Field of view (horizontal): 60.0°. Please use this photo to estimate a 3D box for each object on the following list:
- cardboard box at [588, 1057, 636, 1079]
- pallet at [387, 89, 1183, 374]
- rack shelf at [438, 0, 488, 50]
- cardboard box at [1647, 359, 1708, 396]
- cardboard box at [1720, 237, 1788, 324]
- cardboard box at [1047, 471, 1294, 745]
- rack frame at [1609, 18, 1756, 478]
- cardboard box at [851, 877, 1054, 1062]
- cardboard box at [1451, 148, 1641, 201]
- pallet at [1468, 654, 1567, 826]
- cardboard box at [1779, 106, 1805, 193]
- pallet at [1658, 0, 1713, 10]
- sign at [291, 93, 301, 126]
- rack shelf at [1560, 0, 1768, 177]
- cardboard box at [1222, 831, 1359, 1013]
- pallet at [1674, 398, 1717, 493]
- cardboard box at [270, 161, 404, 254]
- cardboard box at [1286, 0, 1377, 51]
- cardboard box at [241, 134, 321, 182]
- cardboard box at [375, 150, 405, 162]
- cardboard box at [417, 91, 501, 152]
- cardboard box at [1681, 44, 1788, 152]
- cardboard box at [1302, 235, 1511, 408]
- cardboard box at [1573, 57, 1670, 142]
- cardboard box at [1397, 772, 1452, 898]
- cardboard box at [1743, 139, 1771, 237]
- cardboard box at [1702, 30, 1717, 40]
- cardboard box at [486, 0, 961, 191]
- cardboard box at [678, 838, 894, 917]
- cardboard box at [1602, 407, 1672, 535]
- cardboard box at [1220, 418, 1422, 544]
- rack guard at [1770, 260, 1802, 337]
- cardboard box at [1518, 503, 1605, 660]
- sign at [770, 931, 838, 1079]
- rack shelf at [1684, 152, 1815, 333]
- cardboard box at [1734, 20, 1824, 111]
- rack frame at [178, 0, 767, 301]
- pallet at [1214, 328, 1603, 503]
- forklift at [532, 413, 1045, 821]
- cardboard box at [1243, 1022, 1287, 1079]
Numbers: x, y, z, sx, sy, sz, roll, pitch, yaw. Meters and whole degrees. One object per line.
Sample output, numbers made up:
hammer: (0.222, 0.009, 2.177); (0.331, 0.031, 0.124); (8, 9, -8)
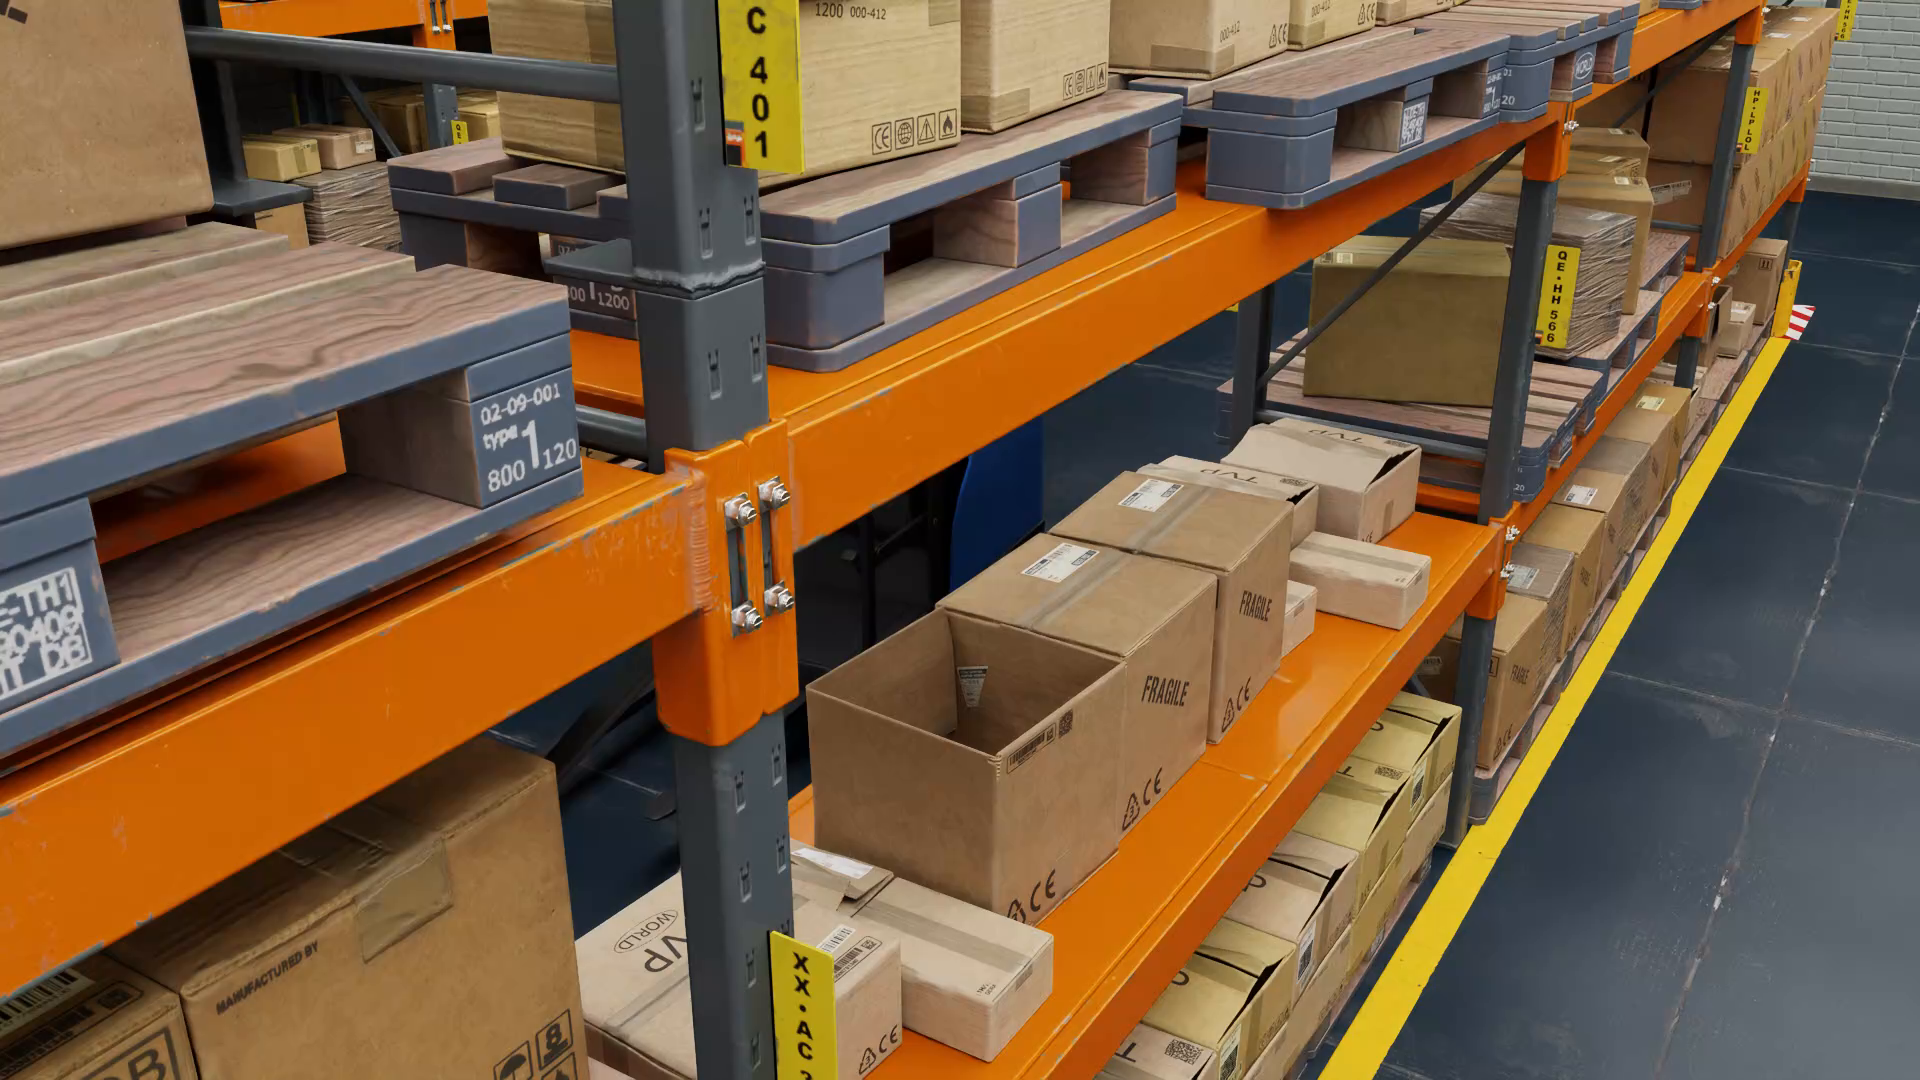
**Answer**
cardboard box: (-0.640, 0.785, 2.219); (0.380, 0.149, 0.250); (14, 27, 29)
pallet: (-0.225, -0.597, 2.819); (0.805, 0.209, 1.217); (13, 26, 27)
rack shelf: (-1.724, -3.117, 9.303); (1.077, 0.370, 4.000); (14, 27, 29)
cardboard box: (4.394, -1.000, 10.298); (0.380, 0.166, 0.250); (14, 27, 29)
cardboard box: (5.574, -1.878, 11.905); (0.500, 0.500, 0.500); (14, 27, 29)
cardboard box: (0.560, 0.166, 4.466); (0.500, 0.500, 0.500); (12, 26, 26)
rack frame: (3.541, -1.708, 8.921); (1.000, 3.000, 0.127); (14, 27, 29)
cardboard box: (-0.038, 0.851, 3.325); (0.380, 0.149, 0.250); (14, 27, 29)
cardboard box: (2.792, -1.589, 7.989); (0.700, 0.500, 0.500); (19, 30, 37)
pallet: (1.857, 0.677, 6.920); (1.003, 0.211, 1.213); (14, 27, 29)
cardboard box: (5.108, -2.553, 10.746); (0.500, 0.500, 0.500); (14, 27, 29)
pallet: (2.593, -2.443, 7.077); (1.213, 0.211, 1.003); (14, 27, 29)
sign: (-3.252, -2.042, 8.233); (0.100, 0.325, 0.005); (14, 27, 29)
rack shelf: (2.486, -2.080, 6.908); (1.077, 0.370, 4.000); (14, 27, 29)
cardboard box: (0.827, 1.028, 4.825); (0.500, 0.311, 0.500); (14, 27, 29)
pallet: (3.904, -0.660, 10.010); (1.003, 0.211, 1.213); (14, 27, 29)
cardboard box: (-3.019, -1.482, 7.718); (0.700, 0.500, 0.500); (11, 26, 23)
cardboard box: (0.667, -1.322, 3.913); (0.500, 0.250, 0.500); (13, 27, 28)
cardboard box: (-3.093, -1.706, 7.419); (0.380, 0.149, 0.250); (9, 25, 20)
cardboard box: (-2.754, -1.801, 8.610); (0.500, 0.500, 0.500); (14, 27, 29)
cardboard box: (-2.305, -2.040, 8.217); (0.500, 0.250, 0.500); (15, 27, 30)
cardboard box: (4.301, -2.487, 9.336); (0.500, 0.500, 0.500); (13, 27, 27)
cardboard box: (1.668, -0.833, 6.244); (0.700, 0.500, 0.500); (5, 24, 11)
cardboard box: (3.588, -2.438, 9.222); (0.500, 0.500, 0.500); (14, 27, 29)
cardboard box: (1.361, 0.940, 5.737); (0.500, 0.250, 0.500); (15, 27, 30)
cardboard box: (4.309, -2.043, 9.567); (0.500, 0.500, 0.500); (14, 27, 30)
cardboard box: (4.388, -2.951, 10.407); (0.500, 0.500, 0.500); (14, 27, 28)
cardboard box: (-0.346, -0.715, 2.510); (0.500, 0.250, 0.500); (17, 29, 34)
cardboard box: (-0.371, 0.718, 3.484); (0.396, 0.266, 0.258); (13, 27, 28)
cardboard box: (3.256, -0.371, 8.425); (0.500, 0.500, 0.500); (14, 27, 29)
cardboard box: (1.202, -0.204, 5.557); (0.500, 0.311, 0.500); (16, 28, 32)
rack guard: (5.611, -1.886, 12.476); (1.175, 0.500, 0.348); (14, 27, 29)
cardboard box: (2.454, 0.147, 7.227); (0.500, 0.500, 0.500); (13, 27, 28)
sign: (-0.206, 0.674, 2.228); (0.100, 0.325, 0.005); (14, 27, 29)
rack shelf: (4.596, -2.053, 10.623); (1.077, 0.370, 4.000); (14, 27, 29)
cardboard box: (5.115, -3.009, 10.540); (0.500, 0.500, 0.500); (15, 27, 30)
rack frame: (-0.679, -1.761, 1.492); (1.000, 3.000, 0.127); (14, 27, 29)
pallet: (1.729, -0.514, 6.403); (1.213, 0.211, 1.003); (14, 27, 29)
forklift: (-0.693, -0.744, 6.779); (1.130, 2.935, 3.031); (11, 26, 24)
cardboard box: (0.555, 1.458, 4.540); (0.500, 0.250, 0.500); (14, 27, 30)
